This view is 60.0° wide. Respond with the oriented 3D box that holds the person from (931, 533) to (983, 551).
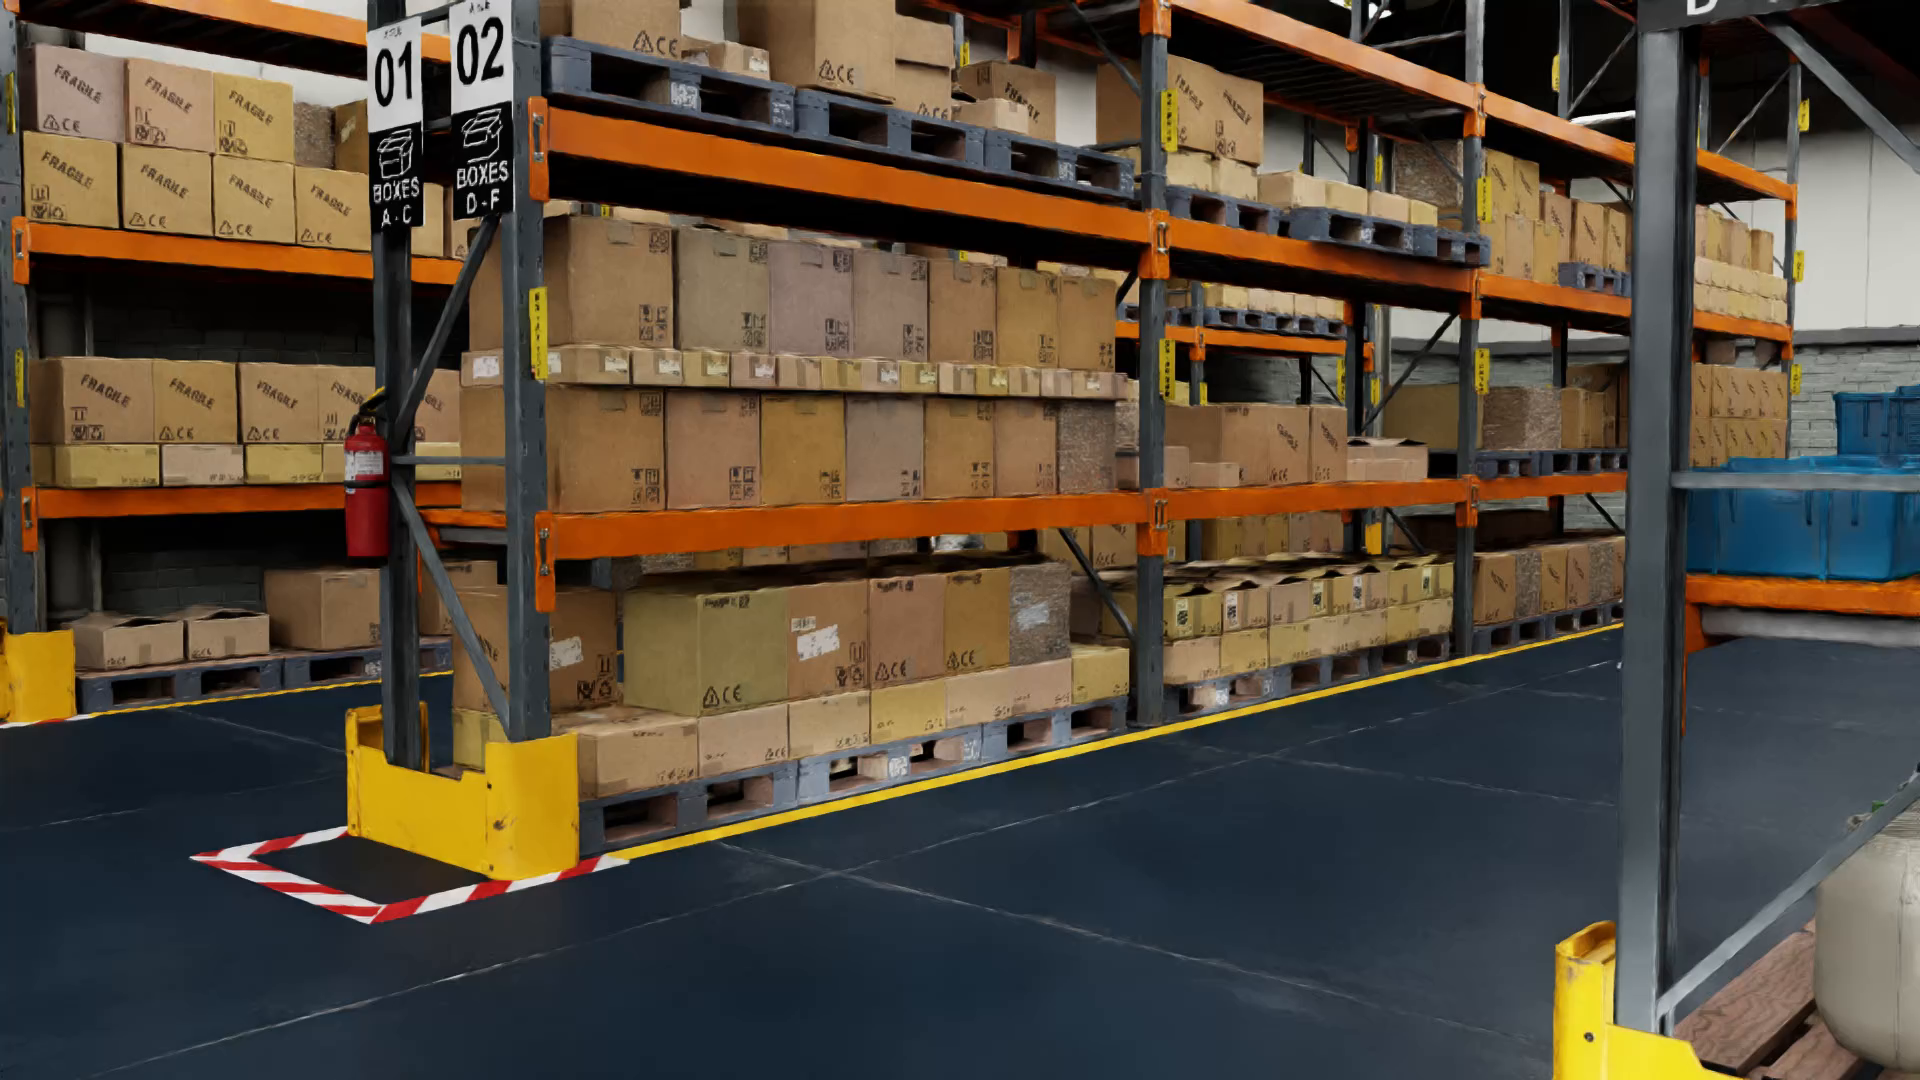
[{"bbox_3d":[-0.059,-0.068,12.633,0.644,1.783,0.551,-3,5,-43],"label":"person"}]
